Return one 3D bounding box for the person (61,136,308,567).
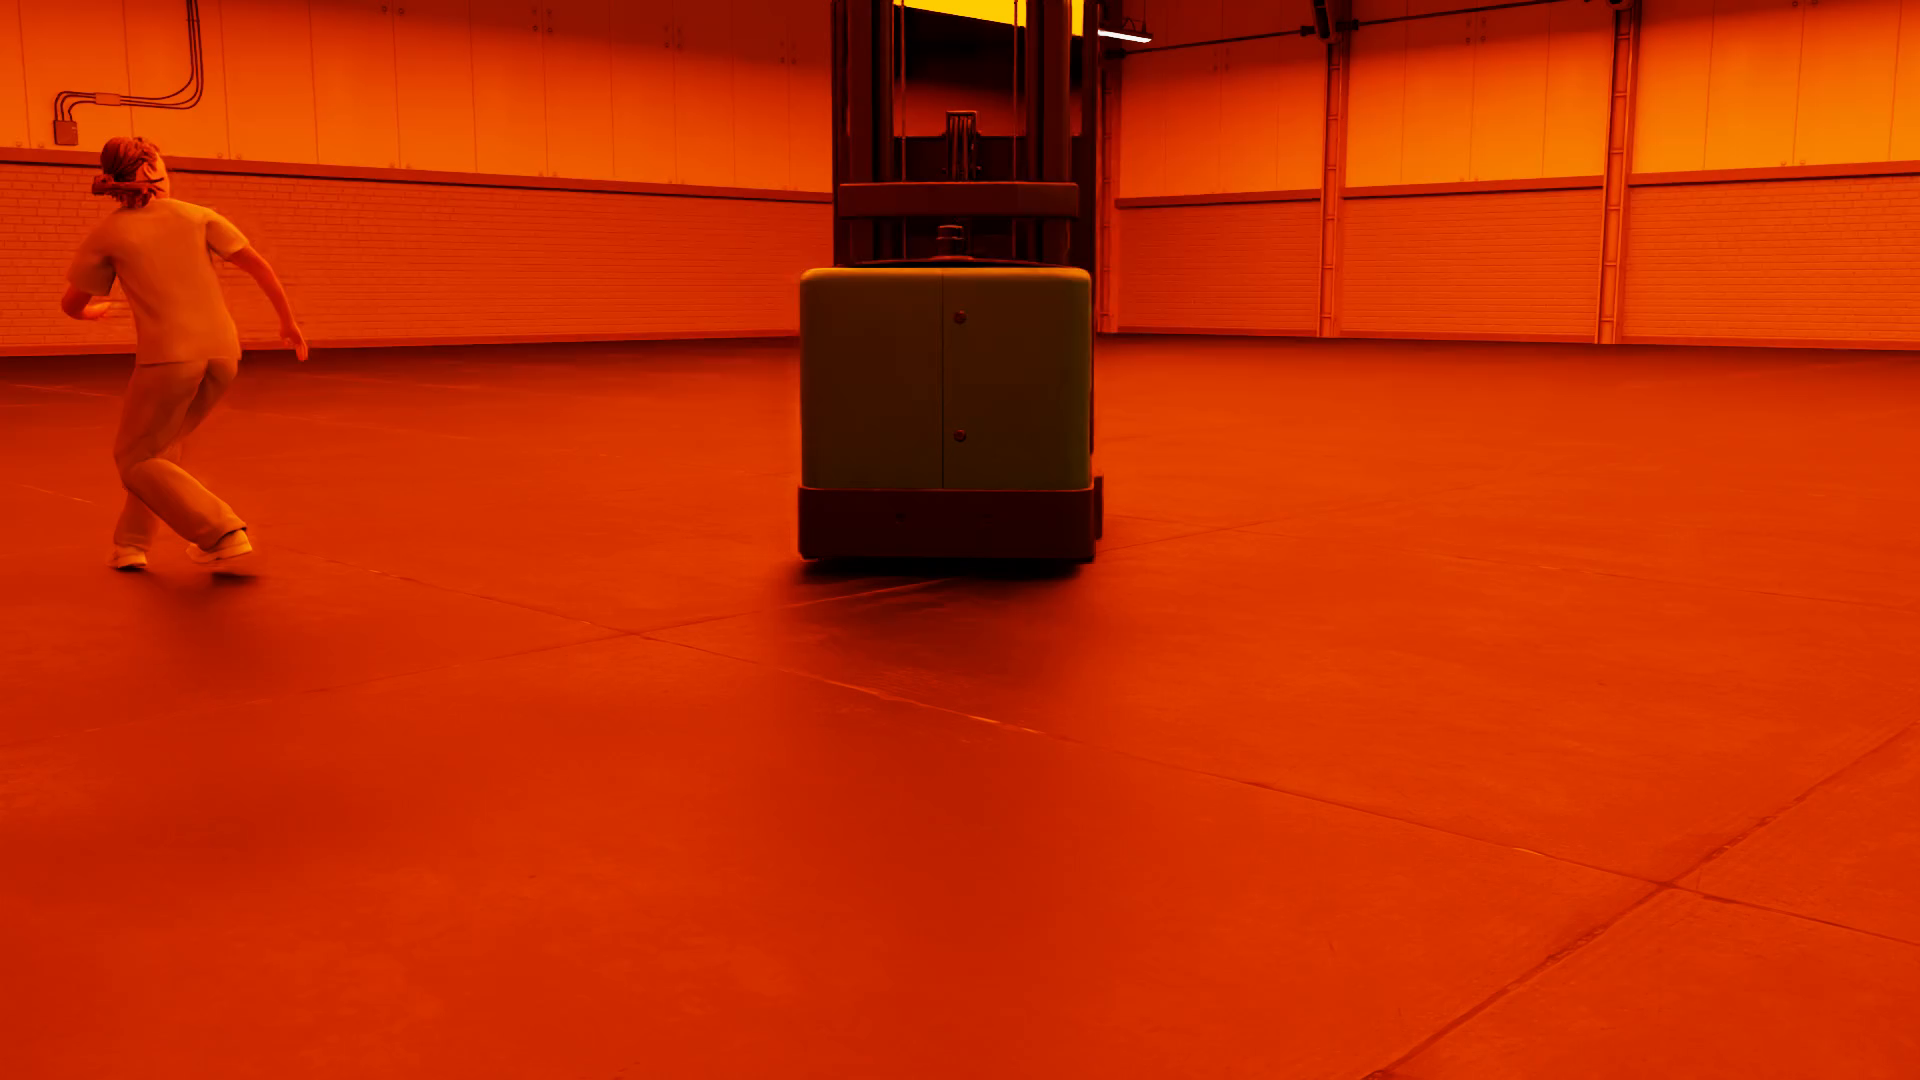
[{"bbox_3d":[-2.799,-0.659,6.005,0.795,1.549,0.734,7,11,39],"label":"person"}]

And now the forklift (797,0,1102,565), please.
[{"bbox_3d":[0.033,-1.540,7.102,1.130,2.935,3.031,1,9,3],"label":"forklift"}]
